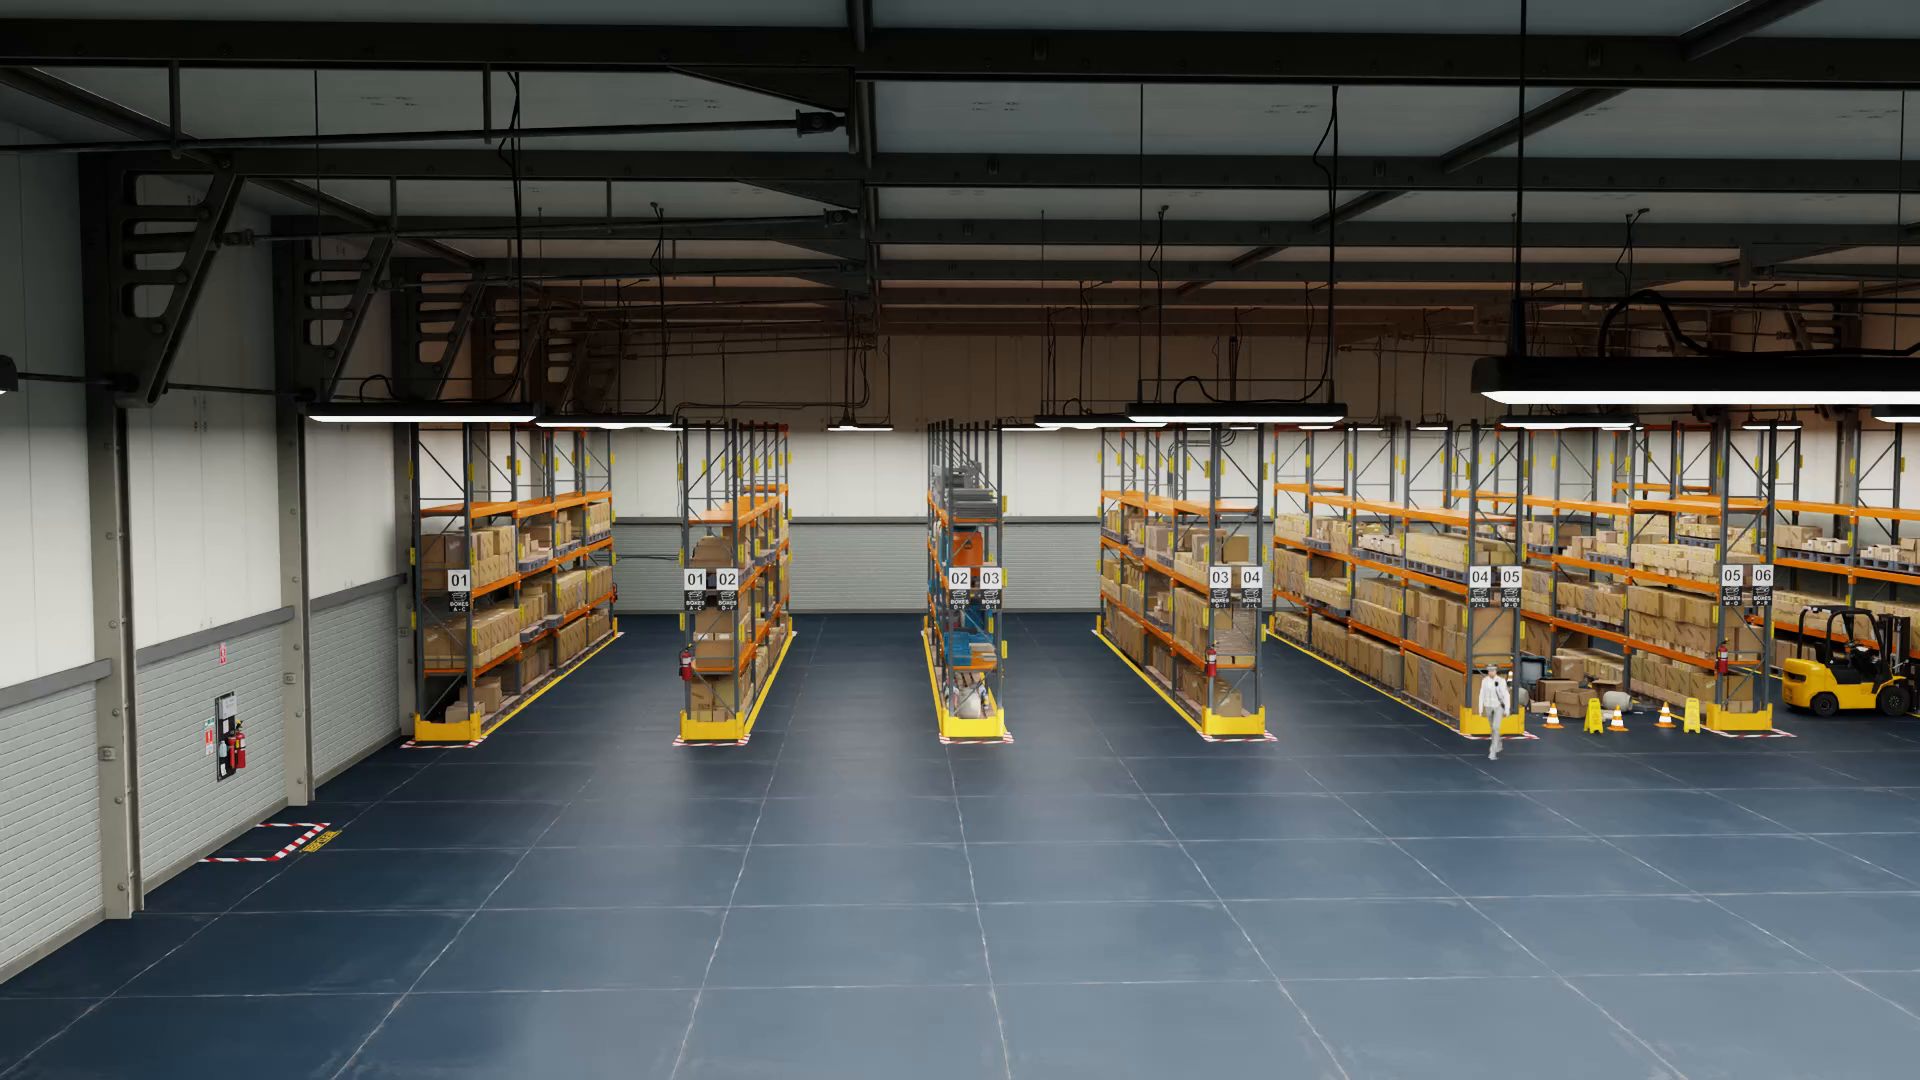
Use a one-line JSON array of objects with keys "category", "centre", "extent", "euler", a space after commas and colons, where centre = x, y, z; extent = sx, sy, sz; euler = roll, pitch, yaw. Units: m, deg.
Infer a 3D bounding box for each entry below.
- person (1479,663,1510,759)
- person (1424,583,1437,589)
[{"category": "person", "centre": [9.473, 2.999, 29.543], "extent": [0.828, 1.648, 0.514], "euler": [-3, 5, -41]}, {"category": "person", "centre": [14.139, 1.714, 49.879], "extent": [0.929, 1.639, 0.525], "euler": [1, 4, 21]}]
